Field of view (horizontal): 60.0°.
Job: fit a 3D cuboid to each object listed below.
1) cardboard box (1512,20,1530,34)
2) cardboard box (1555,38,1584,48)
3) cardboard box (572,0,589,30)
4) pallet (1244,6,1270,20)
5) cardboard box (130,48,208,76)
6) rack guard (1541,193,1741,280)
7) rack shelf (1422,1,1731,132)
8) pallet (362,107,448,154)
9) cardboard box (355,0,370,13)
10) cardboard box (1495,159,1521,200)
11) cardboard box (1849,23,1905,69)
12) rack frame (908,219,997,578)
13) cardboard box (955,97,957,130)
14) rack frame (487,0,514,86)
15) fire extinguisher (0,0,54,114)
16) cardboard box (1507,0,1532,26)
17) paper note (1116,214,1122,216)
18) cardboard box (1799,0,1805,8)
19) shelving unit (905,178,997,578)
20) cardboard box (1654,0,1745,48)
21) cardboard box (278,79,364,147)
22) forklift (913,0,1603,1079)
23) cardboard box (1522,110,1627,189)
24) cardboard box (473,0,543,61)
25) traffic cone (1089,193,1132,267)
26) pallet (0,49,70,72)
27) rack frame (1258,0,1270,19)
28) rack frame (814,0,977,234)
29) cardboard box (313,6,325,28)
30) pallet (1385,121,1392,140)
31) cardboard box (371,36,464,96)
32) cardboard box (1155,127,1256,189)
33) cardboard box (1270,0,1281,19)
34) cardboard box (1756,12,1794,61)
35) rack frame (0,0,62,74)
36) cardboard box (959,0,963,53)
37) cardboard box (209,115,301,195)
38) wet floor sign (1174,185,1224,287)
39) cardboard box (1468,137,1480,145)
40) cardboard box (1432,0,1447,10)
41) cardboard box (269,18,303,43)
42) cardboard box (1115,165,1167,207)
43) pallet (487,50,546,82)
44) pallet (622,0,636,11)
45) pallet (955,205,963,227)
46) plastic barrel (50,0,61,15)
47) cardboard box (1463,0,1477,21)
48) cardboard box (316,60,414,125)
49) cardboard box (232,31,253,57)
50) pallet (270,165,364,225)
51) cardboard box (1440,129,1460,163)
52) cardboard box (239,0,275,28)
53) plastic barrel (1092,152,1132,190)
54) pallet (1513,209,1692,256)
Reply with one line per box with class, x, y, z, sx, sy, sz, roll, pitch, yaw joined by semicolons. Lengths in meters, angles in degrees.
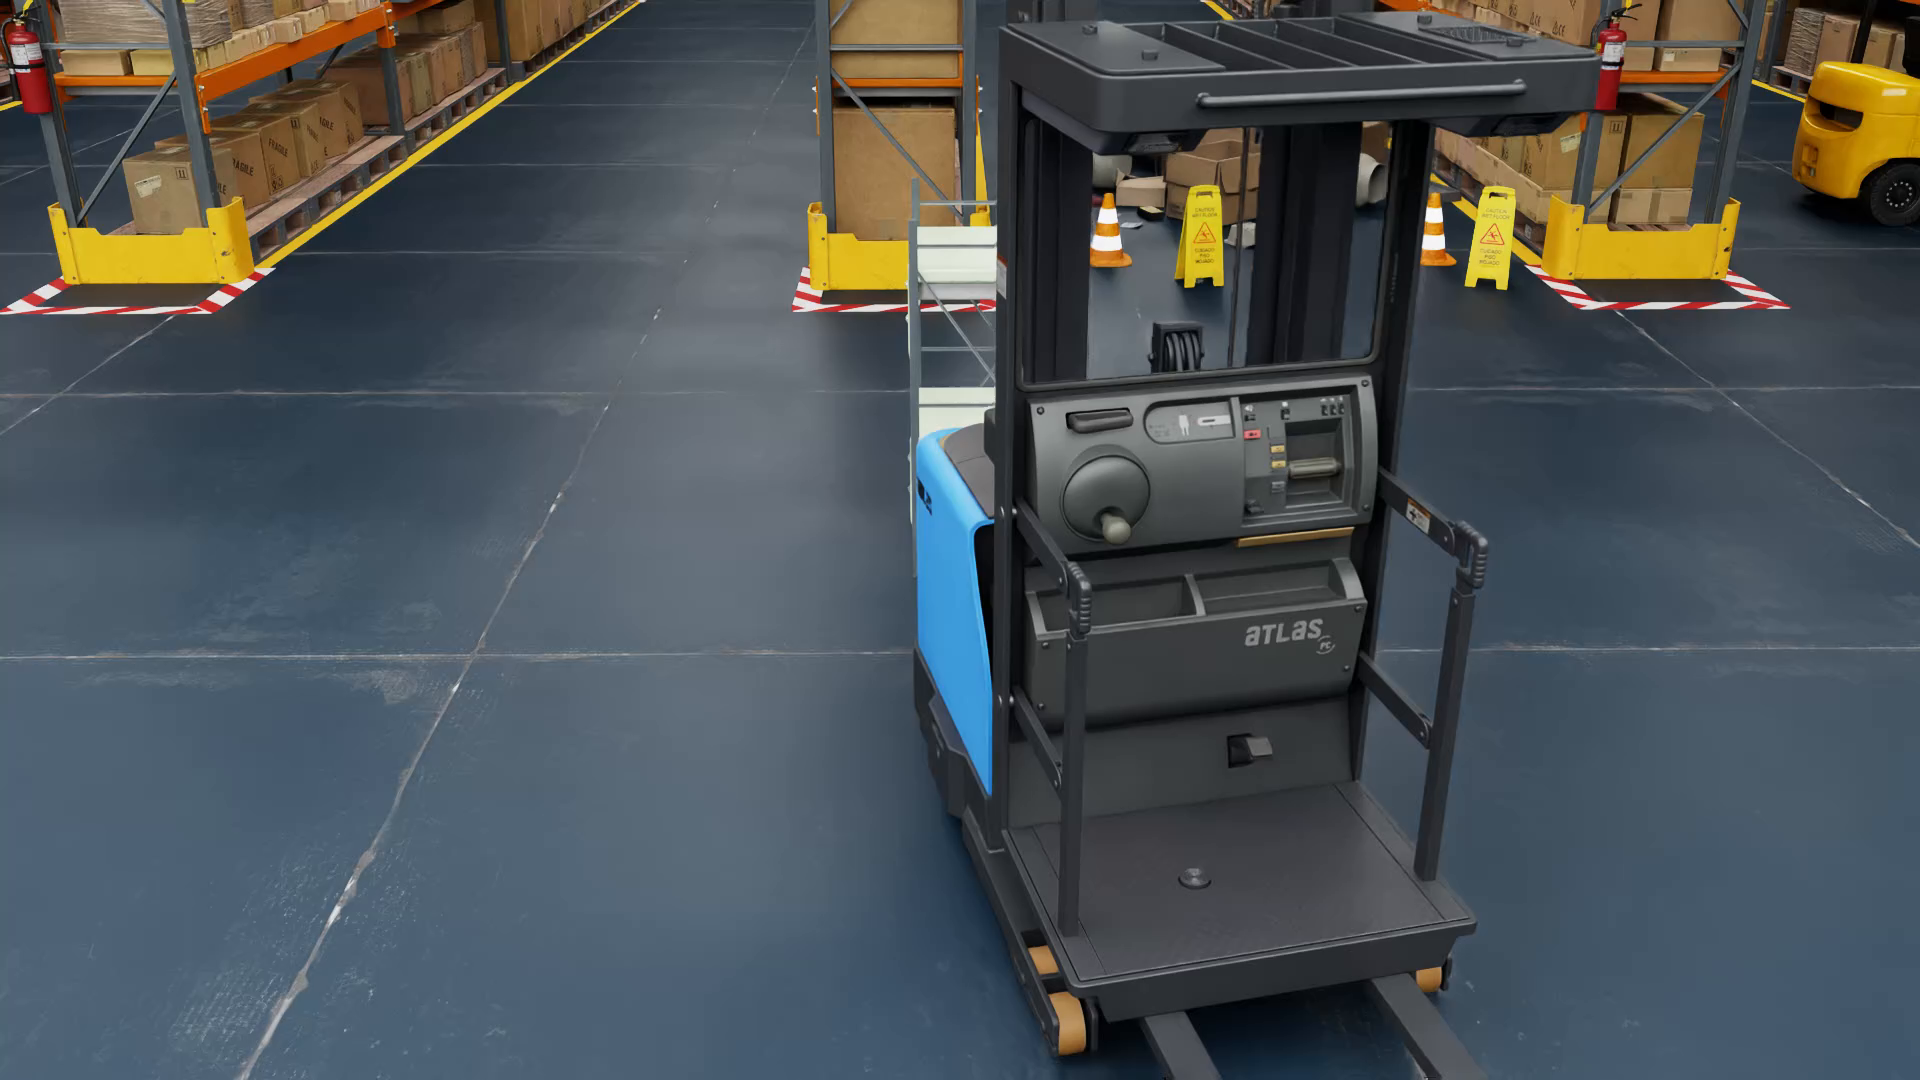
cardboard box;4.249;-3.710;12.117;0.380;0.149;0.250;-1;24;-1
cardboard box;4.220;-3.287;11.182;0.380;0.149;0.250;-1;24;-1
cardboard box;-5.462;-7.004;21.165;1.225;0.875;0.875;0;24;0
pallet;4.490;-7.132;22.764;1.003;0.211;1.213;0;24;-1
cardboard box;-5.123;-3.104;10.778;0.380;0.149;0.250;0;24;-1
rack guard;4.550;-2.037;11.147;1.175;0.500;0.348;0;24;-1
rack shelf;4.529;-3.641;12.533;1.077;0.370;4.000;0;24;-1
pallet;-5.412;-3.798;15.392;1.003;0.211;1.213;0;24;-1
cardboard box;-5.112;-4.443;13.739;0.380;0.149;0.250;0;24;-1
cardboard box;4.276;-2.628;12.248;0.500;0.250;0.500;0;24;0
cardboard box;9.443;-4.770;16.530;0.875;0.625;0.625;-1;24;-3
rack frame;0.004;-0.530;6.601;0.400;1.500;0.023;0;24;-1
cardboard box;-0.538;-4.150;15.007;1.050;0.750;0.750;0;24;-1
rack frame;-5.445;-6.396;17.753;1.000;3.000;0.127;0;24;-1
fire extinguisher;-5.818;-3.015;10.371;0.296;0.674;0.183;0;24;-1
cardboard box;4.267;-3.960;11.884;0.500;0.500;0.500;0;24;-1
paper note;1.202;-2.484;12.731;0.032;0.001;0.123;13;27;27
cardboard box;9.757;-6.139;18.919;0.380;0.149;0.250;0;24;1
shelving unit;0.000;-0.681;6.935;0.431;1.500;0.755;0;24;-1
cardboard box;4.823;-3.522;10.915;0.500;0.500;0.500;-1;24;-1
cardboard box;-5.437;-3.636;14.172;0.500;0.500;0.500;-1;24;-2
forklift;0.687;-0.176;4.082;1.130;2.935;3.031;-6;25;-12
cardboard box;4.282;-2.754;11.615;0.500;0.500;0.500;0;24;0
cardboard box;-5.432;-5.904;18.733;1.225;0.875;0.875;-1;24;-3
traffic cone;1.017;-2.150;11.442;0.336;0.463;0.334;0;24;-1
pallet;-10.448;-5.428;18.996;1.003;0.211;1.213;0;24;-1
rack frame;4.420;-8.089;21.495;1.000;3.000;0.127;0;24;-1
rack frame;-0.397;-3.081;10.421;1.000;3.000;0.127;0;24;-1
cardboard box;-5.141;-4.031;12.828;0.380;0.149;0.250;0;24;-1
pallet;4.498;-3.843;15.491;1.003;0.211;1.213;0;24;-1
cardboard box;-5.386;-4.720;16.545;0.700;0.500;0.500;2;24;4
cardboard box;1.982;-3.167;13.476;0.797;0.637;0.503;0;24;-1
cardboard box;4.507;-7.057;21.283;0.875;0.875;0.875;0;24;1
cardboard box;9.208;-5.690;18.716;0.500;0.500;0.500;0;24;1
rack frame;-10.398;-6.374;17.703;1.000;3.000;0.127;0;24;-1
cardboard box;-0.355;-3.759;11.740;0.875;0.550;0.550;0;24;-1
cardboard box;-5.377;-2.914;12.576;0.500;0.500;0.500;2;24;4
wet floor sign;1.583;-2.005;10.900;0.267;0.644;0.232;-4;25;-10
cardboard box;4.266;-3.394;13.032;0.500;0.500;0.500;1;24;2
cardboard box;4.190;-4.547;13.968;0.380;0.149;0.250;0;24;-1
cardboard box;-5.042;-3.722;12.145;0.380;0.149;0.250;0;24;-1
cardboard box;1.419;-2.783;13.081;0.396;0.266;0.258;4;25;9
pallet;-5.379;-5.451;19.046;1.003;0.211;1.213;0;24;-1
pallet;-5.446;-8.093;24.888;1.003;0.211;1.213;0;24;-1
pallet;-0.484;-2.139;11.723;1.003;0.211;1.213;0;24;-1
plastic barrel;-10.433;-6.134;19.588;0.600;0.588;0.708;0;24;-1
cardboard box;4.246;-4.232;13.271;0.380;0.149;0.250;0;24;1
cardboard box;-5.387;-4.063;15.092;0.700;0.500;0.500;-2;24;-5
cardboard box;-5.118;-3.413;11.461;0.380;0.149;0.250;0;24;-1
pallet;-5.343;-2.697;12.957;1.003;0.211;1.213;0;24;-1
cardboard box;4.261;-3.267;13.660;0.500;0.250;0.500;1;24;2
cardboard box;-5.424;-3.919;11.794;0.875;0.500;0.500;0;24;-1
plastic barrel;1.105;-3.094;13.578;0.512;0.421;0.421;19;30;35
pallet;4.577;-2.240;11.947;1.003;0.211;1.213;0;24;-1
